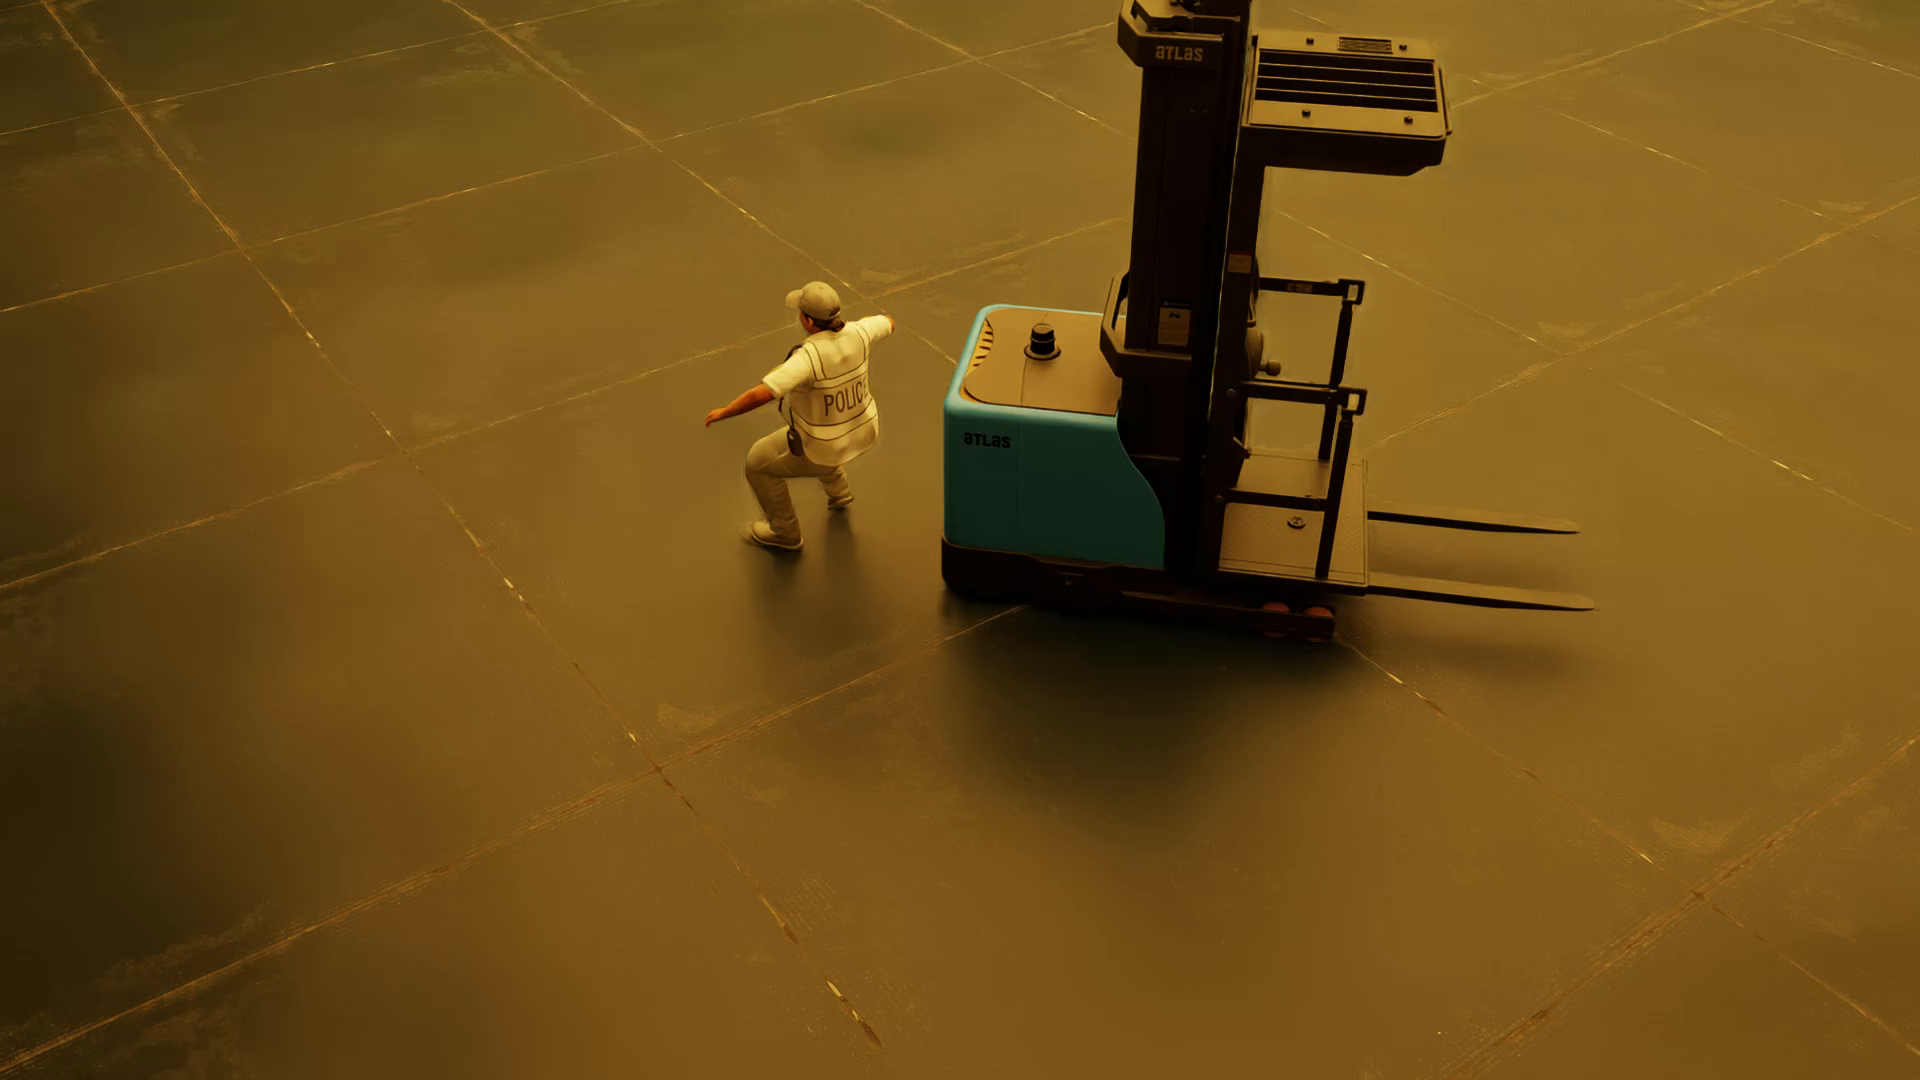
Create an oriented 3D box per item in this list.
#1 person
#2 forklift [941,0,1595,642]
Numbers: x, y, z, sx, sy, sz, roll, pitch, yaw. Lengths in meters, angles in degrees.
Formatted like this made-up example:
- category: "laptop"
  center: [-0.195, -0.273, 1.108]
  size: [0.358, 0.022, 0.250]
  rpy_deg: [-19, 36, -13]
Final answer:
- category: "person"
  center: [-0.727, -0.570, 7.951]
  size: [0.618, 1.529, 1.004]
  rpy_deg: [31, 46, 35]
- category: "forklift"
  center: [1.479, -1.045, 7.358]
  size: [3.031, 2.935, 1.130]
  rpy_deg: [6, 37, 9]
